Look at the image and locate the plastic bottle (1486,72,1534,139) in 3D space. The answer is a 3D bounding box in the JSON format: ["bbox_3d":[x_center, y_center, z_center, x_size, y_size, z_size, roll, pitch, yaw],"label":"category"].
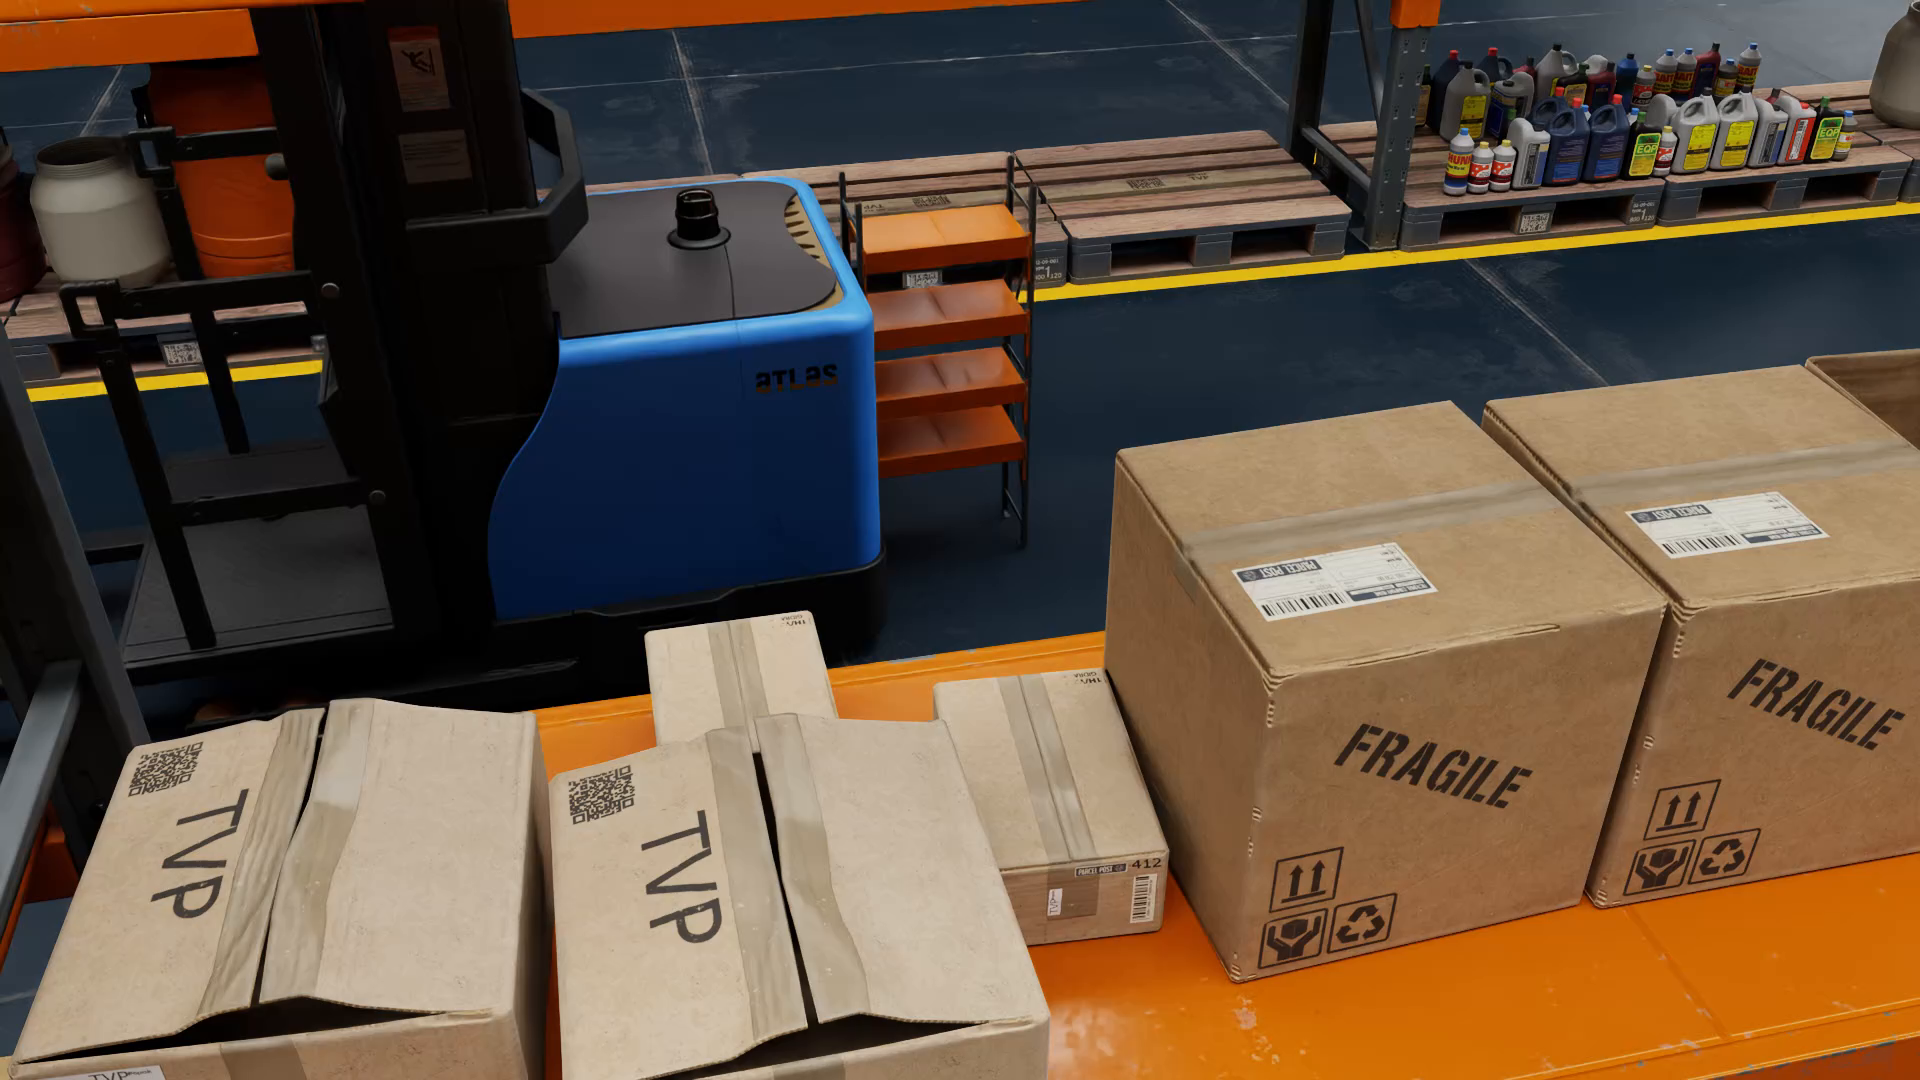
[{"bbox_3d":[2.502,-1.980,7.559,0.135,0.276,0.152,-7,35,-11],"label":"plastic bottle"}]

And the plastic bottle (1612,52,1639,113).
[{"bbox_3d":[3.127,-2.155,7.824,0.097,0.271,0.097,0,34,0],"label":"plastic bottle"}]

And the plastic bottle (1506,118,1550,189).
[{"bbox_3d":[2.409,-1.654,7.072,0.135,0.276,0.152,-6,34,-9],"label":"plastic bottle"}]

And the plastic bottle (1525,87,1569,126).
[{"bbox_3d":[2.540,-1.782,7.195,0.185,0.351,0.144,-7,35,-11],"label":"plastic bottle"}]

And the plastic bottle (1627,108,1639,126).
[{"bbox_3d":[2.891,-1.732,7.192,0.097,0.271,0.097,0,34,0],"label":"plastic bottle"}]

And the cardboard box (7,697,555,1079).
[{"bbox_3d":[-0.755,0.454,1.962,0.500,0.311,0.500,-5,34,-8],"label":"cardboard box"}]

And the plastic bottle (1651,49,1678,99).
[{"bbox_3d":[3.325,-2.180,7.861,0.097,0.271,0.097,0,34,0],"label":"plastic bottle"}]

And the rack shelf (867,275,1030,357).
[{"bbox_3d":[-0.064,-0.625,4.824,0.480,0.148,0.258,-8,35,-12],"label":"rack shelf"}]

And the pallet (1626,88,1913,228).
[{"bbox_3d":[3.549,-1.801,7.744,1.213,0.211,1.003,-7,35,-11],"label":"pallet"}]

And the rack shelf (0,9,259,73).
[{"bbox_3d":[-4.160,-1.710,5.753,4.000,0.370,1.077,-7,35,-11],"label":"rack shelf"}]

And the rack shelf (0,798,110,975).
[{"bbox_3d":[-3.070,0.982,1.740,4.000,0.370,1.077,-7,35,-11],"label":"rack shelf"}]

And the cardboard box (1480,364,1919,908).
[{"bbox_3d":[1.027,0.116,2.295,0.500,0.500,0.500,-7,35,-10],"label":"cardboard box"}]

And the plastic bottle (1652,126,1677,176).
[{"bbox_3d":[3.037,-1.686,7.188,0.097,0.201,0.097,0,34,0],"label":"plastic bottle"}]

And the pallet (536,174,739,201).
[{"bbox_3d":[-1.445,-1.171,6.806,1.213,0.211,1.003,-7,35,-11],"label":"pallet"}]

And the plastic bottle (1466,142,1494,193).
[{"bbox_3d":[2.199,-1.581,7.030,0.097,0.201,0.097,0,34,0],"label":"plastic bottle"}]

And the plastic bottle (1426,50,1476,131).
[{"bbox_3d":[2.257,-2.065,7.618,0.185,0.351,0.144,-8,35,-12],"label":"plastic bottle"}]

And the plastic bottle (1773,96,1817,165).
[{"bbox_3d":[3.648,-1.810,7.305,0.135,0.276,0.152,-7,34,-10],"label":"plastic bottle"}]

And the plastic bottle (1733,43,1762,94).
[{"bbox_3d":[3.757,-2.235,7.942,0.097,0.271,0.097,0,34,0],"label":"plastic bottle"}]

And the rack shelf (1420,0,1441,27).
[{"bbox_3d":[3.643,-2.694,7.218,4.000,0.370,1.077,-7,35,-11],"label":"rack shelf"}]

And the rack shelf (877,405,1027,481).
[{"bbox_3d":[-0.064,-0.274,5.059,0.480,0.148,0.258,-8,35,-12],"label":"rack shelf"}]

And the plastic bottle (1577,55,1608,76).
[{"bbox_3d":[2.919,-2.115,7.760,0.135,0.276,0.152,-7,34,-10],"label":"plastic bottle"}]

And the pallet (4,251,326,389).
[{"bbox_3d":[-2.969,-0.978,6.517,1.213,0.211,1.003,-7,35,-11],"label":"pallet"}]

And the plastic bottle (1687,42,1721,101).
[{"bbox_3d":[3.532,-2.222,7.912,0.133,0.283,0.061,-7,34,-10],"label":"plastic bottle"}]

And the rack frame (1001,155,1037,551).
[{"bbox_3d":[0.172,-0.530,4.963,0.015,1.200,0.240,-8,35,-12],"label":"rack frame"}]

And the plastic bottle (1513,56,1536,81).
[{"bbox_3d":[2.594,-2.104,7.736,0.133,0.283,0.061,-5,34,-7],"label":"plastic bottle"}]

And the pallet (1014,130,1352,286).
[{"bbox_3d":[0.935,-1.471,7.253,1.213,0.211,1.003,-7,35,-11],"label":"pallet"}]

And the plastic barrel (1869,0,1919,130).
[{"bbox_3d":[4.480,-2.196,7.686,0.421,0.512,0.421,0,34,0],"label":"plastic barrel"}]

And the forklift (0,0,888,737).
[{"bbox_3d":[-1.783,-0.956,4.044,3.031,2.935,1.130,-8,35,-12],"label":"forklift"}]

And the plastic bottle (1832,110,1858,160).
[{"bbox_3d":[3.899,-1.795,7.350,0.097,0.201,0.097,0,34,0],"label":"plastic bottle"}]

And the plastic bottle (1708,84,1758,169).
[{"bbox_3d":[3.352,-1.801,7.225,0.185,0.351,0.144,-6,34,-9],"label":"plastic bottle"}]

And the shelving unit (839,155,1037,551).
[{"bbox_3d":[-0.064,-0.495,4.911,0.503,1.200,0.258,-8,35,-12],"label":"shelving unit"}]

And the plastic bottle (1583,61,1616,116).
[{"bbox_3d":[2.943,-2.061,7.672,0.133,0.283,0.061,-7,35,-11],"label":"plastic bottle"}]

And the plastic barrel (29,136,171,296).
[{"bbox_3d":[-3.213,-1.209,6.215,0.421,0.512,0.421,0,34,0],"label":"plastic barrel"}]

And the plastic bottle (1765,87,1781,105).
[{"bbox_3d":[3.624,-1.871,7.389,0.133,0.283,0.061,-7,35,-11],"label":"plastic bottle"}]

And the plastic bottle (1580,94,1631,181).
[{"bbox_3d":[2.756,-1.726,7.113,0.185,0.351,0.144,-9,35,-13],"label":"plastic bottle"}]

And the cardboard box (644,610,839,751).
[{"bbox_3d":[-0.303,0.281,2.365,0.250,0.149,0.380,-7,35,-11],"label":"cardboard box"}]

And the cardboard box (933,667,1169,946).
[{"bbox_3d":[0.112,0.354,2.255,0.250,0.149,0.380,-5,34,-7],"label":"cardboard box"}]
